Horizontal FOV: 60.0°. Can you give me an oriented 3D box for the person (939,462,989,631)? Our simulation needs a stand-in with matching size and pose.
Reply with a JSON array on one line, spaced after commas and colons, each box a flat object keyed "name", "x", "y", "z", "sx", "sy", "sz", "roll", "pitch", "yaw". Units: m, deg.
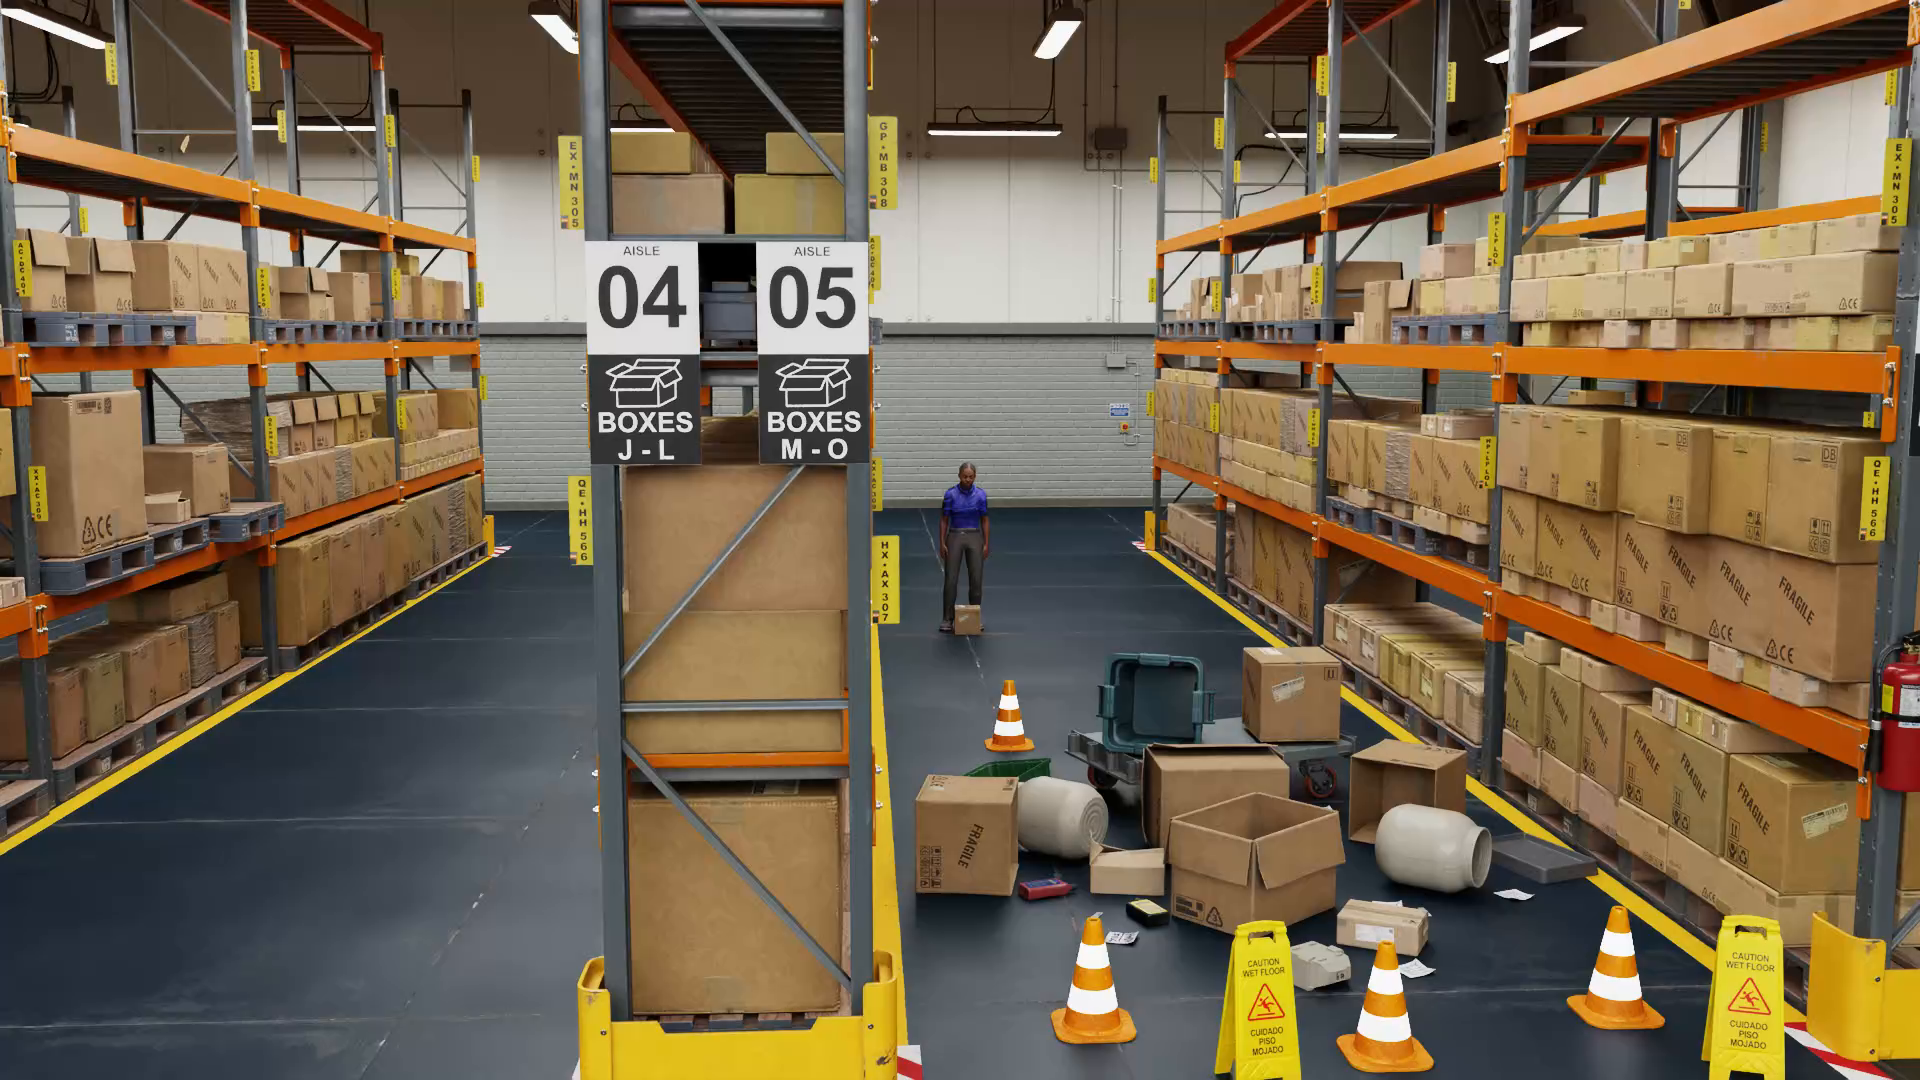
[{"name": "person", "x": 0.038, "y": 0.052, "z": 16.348, "sx": 0.506, "sy": 1.654, "sz": 0.346, "roll": -1, "pitch": 7, "yaw": -6}]
